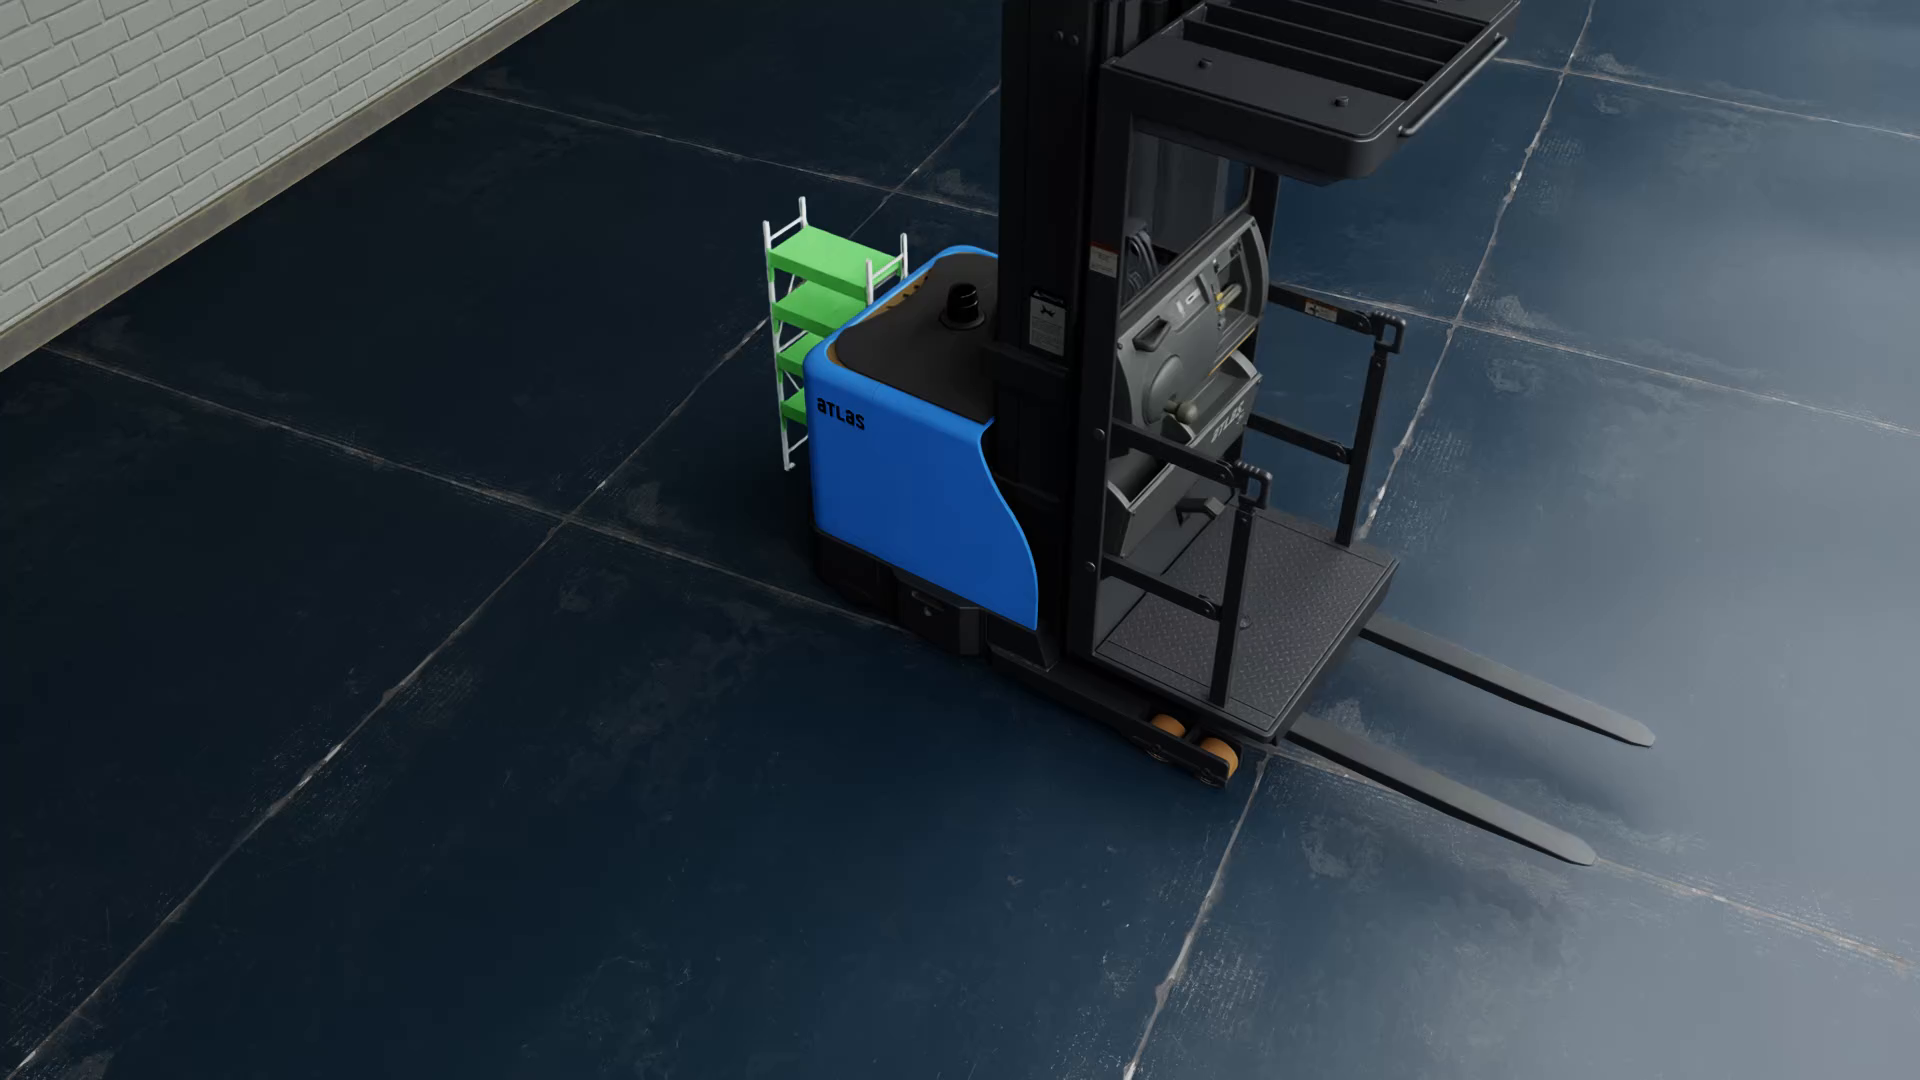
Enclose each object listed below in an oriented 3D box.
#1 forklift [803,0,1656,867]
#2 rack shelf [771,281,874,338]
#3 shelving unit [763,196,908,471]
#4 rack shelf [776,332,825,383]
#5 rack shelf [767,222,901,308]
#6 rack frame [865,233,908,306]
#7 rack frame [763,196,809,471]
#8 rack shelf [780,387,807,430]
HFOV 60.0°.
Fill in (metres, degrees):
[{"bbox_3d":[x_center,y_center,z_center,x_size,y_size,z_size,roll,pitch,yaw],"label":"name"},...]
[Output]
[{"bbox_3d":[0.928,-0.656,5.269,3.031,2.935,1.130,24,46,25],"label":"forklift"},{"bbox_3d":[-0.475,-0.856,6.553,0.480,0.148,0.258,24,46,25],"label":"rack shelf"},{"bbox_3d":[-0.475,-0.723,6.669,0.503,1.200,0.258,24,46,25],"label":"shelving unit"},{"bbox_3d":[-0.475,-0.675,6.710,0.480,0.148,0.258,24,46,25],"label":"rack shelf"},{"bbox_3d":[-0.475,-1.038,6.396,0.480,0.148,0.258,24,46,25],"label":"rack shelf"},{"bbox_3d":[-0.274,-0.633,6.564,0.015,1.200,0.240,24,46,25],"label":"rack frame"},{"bbox_3d":[-0.675,-0.814,6.773,0.015,1.200,0.240,24,46,25],"label":"rack frame"},{"bbox_3d":[-0.475,-0.494,6.868,0.480,0.148,0.258,24,46,25],"label":"rack shelf"}]
